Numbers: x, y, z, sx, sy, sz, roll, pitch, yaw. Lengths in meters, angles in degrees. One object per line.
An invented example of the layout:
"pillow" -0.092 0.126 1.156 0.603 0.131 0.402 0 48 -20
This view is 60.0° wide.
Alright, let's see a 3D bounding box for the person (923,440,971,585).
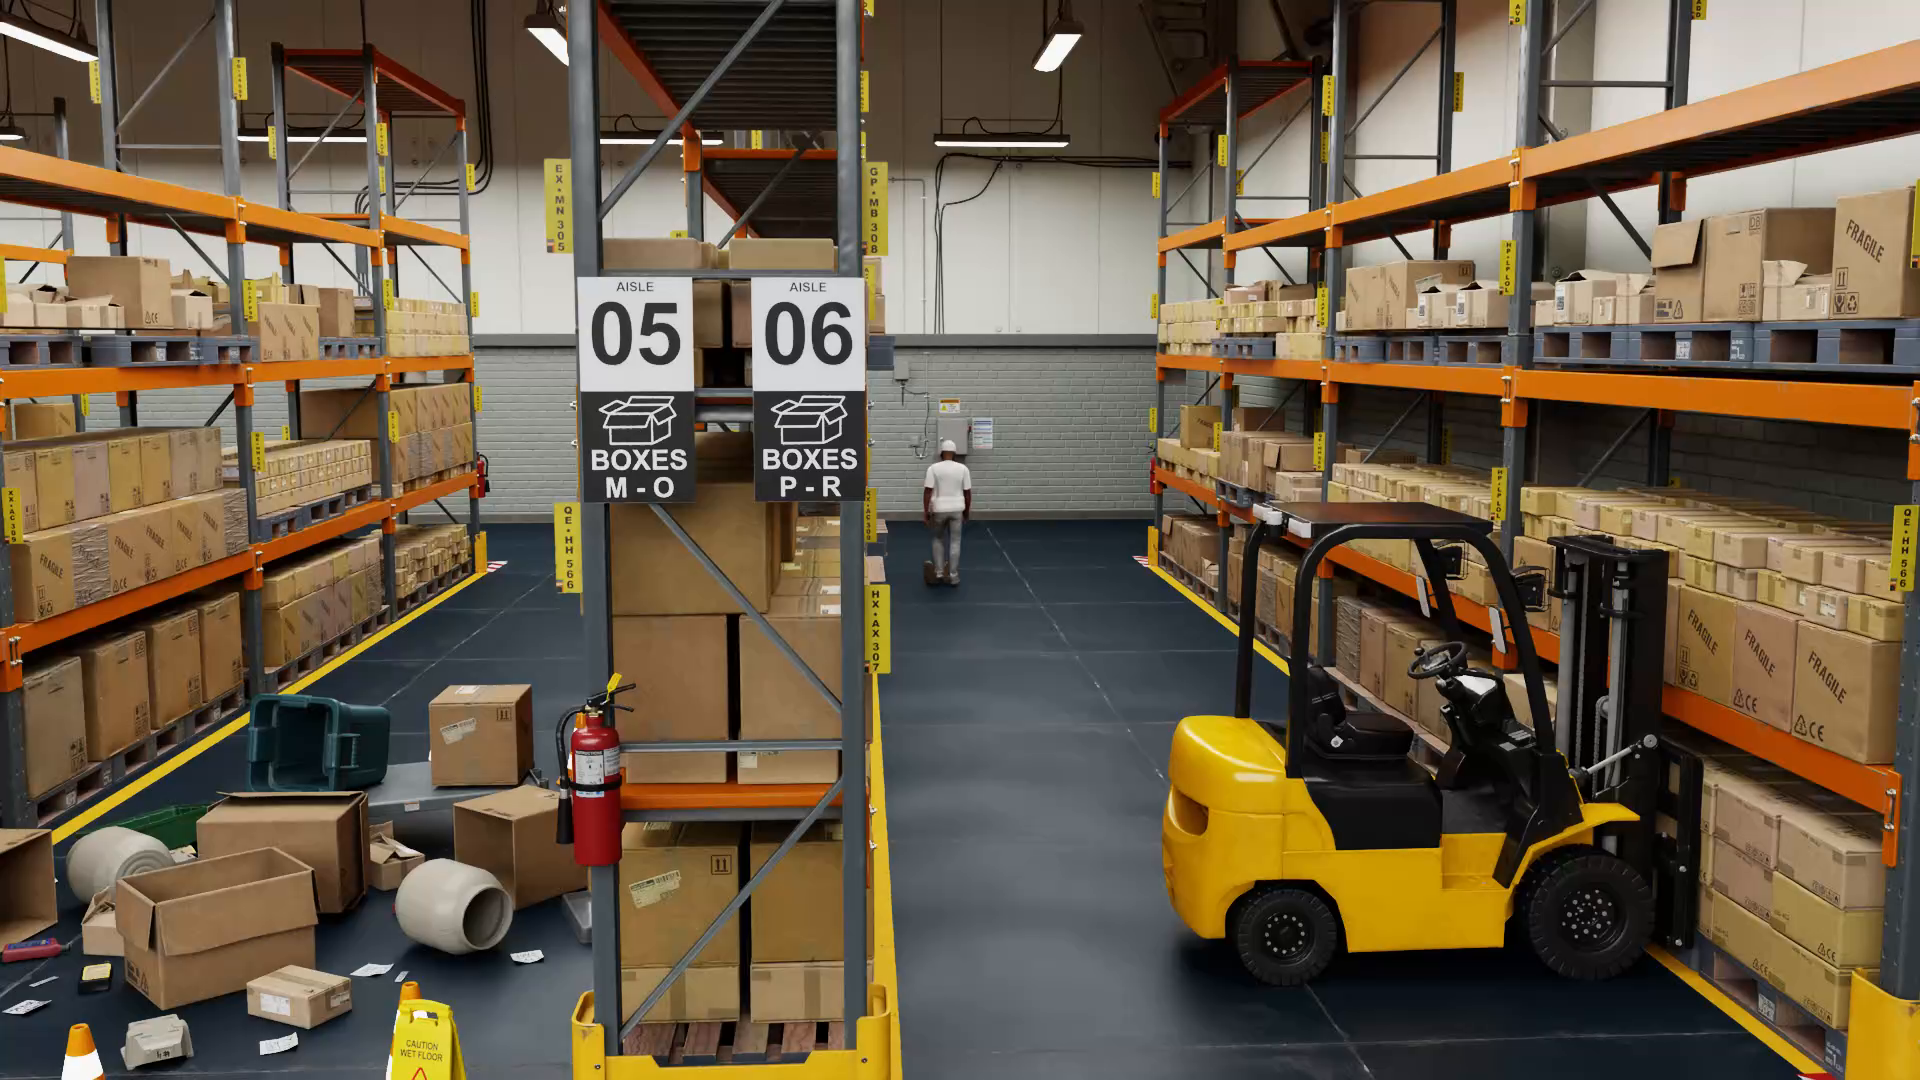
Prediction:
"person" -0.153 -0.302 20.391 0.593 1.831 0.624 0 7 -3
